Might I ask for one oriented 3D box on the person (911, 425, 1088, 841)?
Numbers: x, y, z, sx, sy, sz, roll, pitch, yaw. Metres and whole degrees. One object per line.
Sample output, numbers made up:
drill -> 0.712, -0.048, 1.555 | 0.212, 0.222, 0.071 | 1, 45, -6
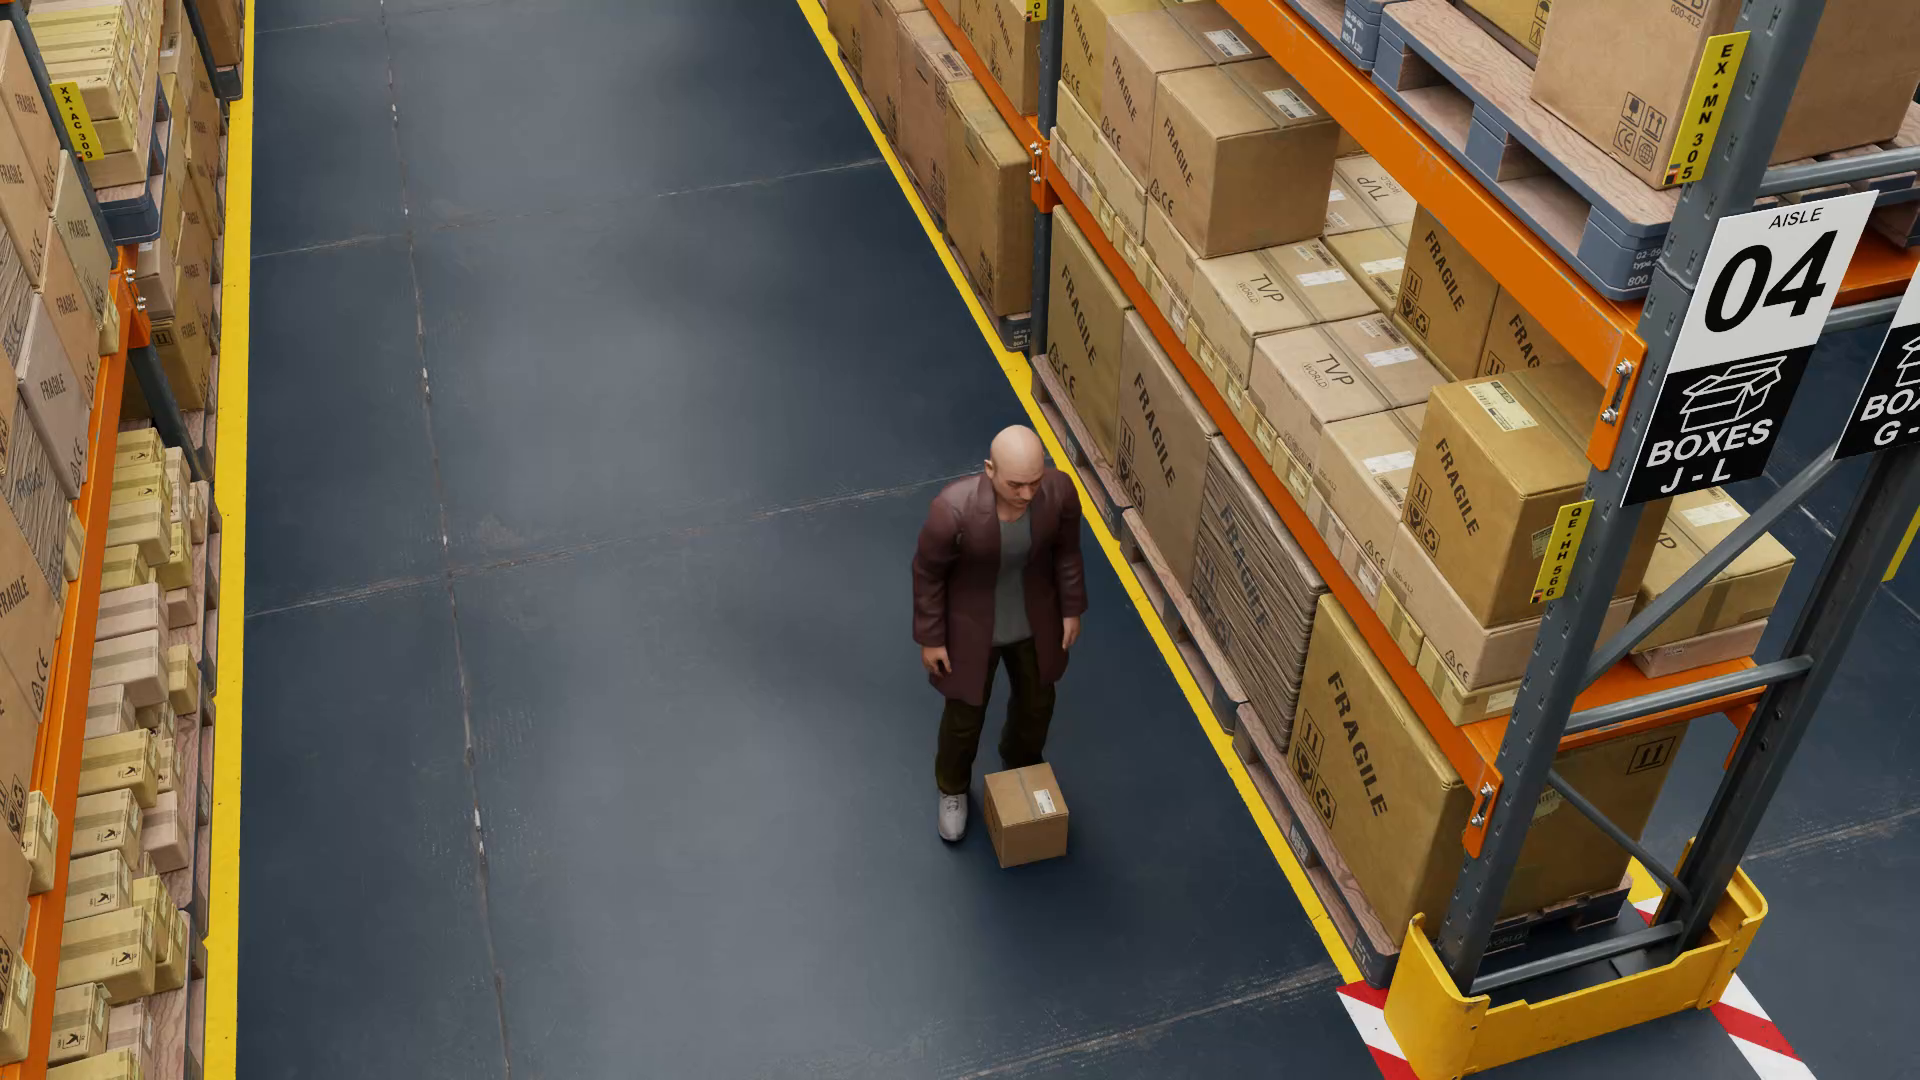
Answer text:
person -> 0.144, 0.300, 5.834 | 0.640, 1.773, 0.430 | -12, 43, -13
